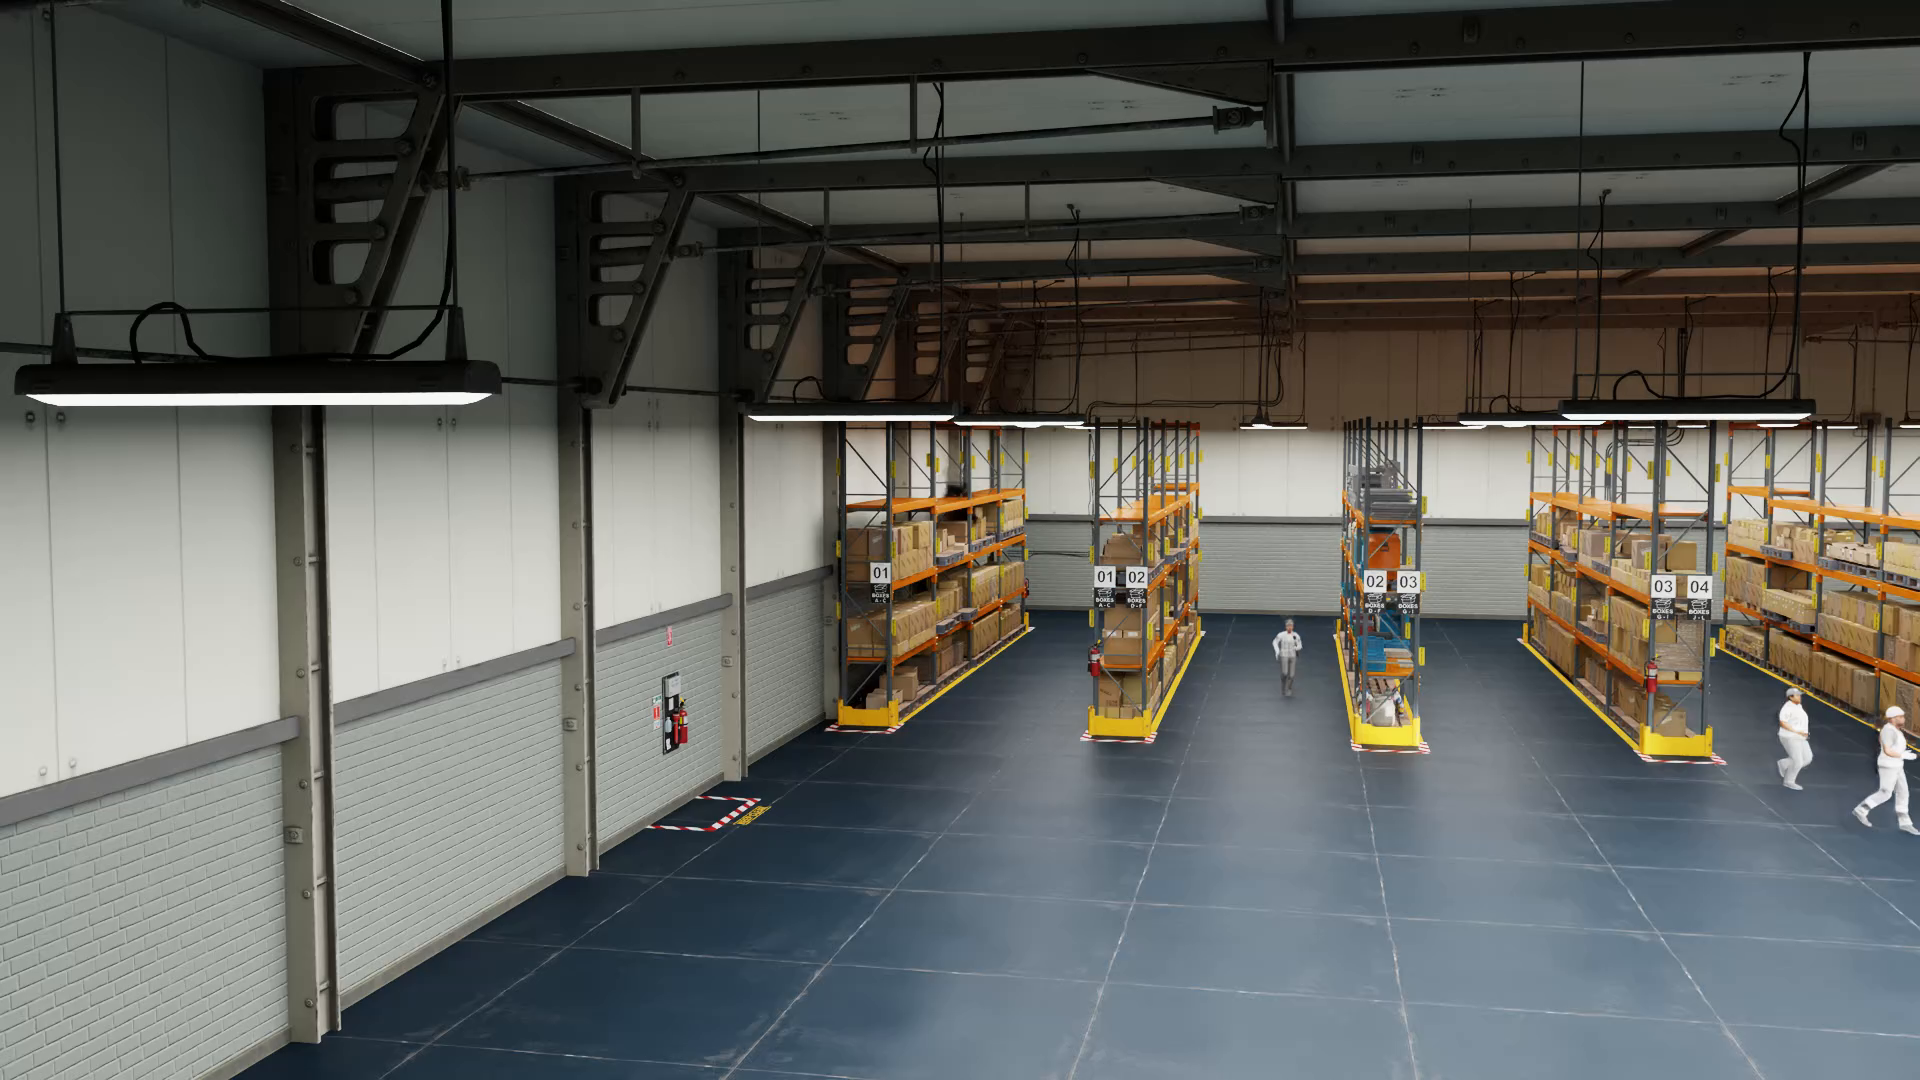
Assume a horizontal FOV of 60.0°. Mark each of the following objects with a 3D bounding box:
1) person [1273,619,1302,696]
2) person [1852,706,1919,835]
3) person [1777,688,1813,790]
[{"bbox_3d":[7.100,2.543,35.938,0.586,1.666,0.633,0,4,1],"label":"person"},{"bbox_3d":[13.305,3.274,23.805,0.883,1.807,0.682,3,5,40],"label":"person"},{"bbox_3d":[13.413,3.186,26.762,0.609,1.628,0.530,-3,5,-39],"label":"person"}]
